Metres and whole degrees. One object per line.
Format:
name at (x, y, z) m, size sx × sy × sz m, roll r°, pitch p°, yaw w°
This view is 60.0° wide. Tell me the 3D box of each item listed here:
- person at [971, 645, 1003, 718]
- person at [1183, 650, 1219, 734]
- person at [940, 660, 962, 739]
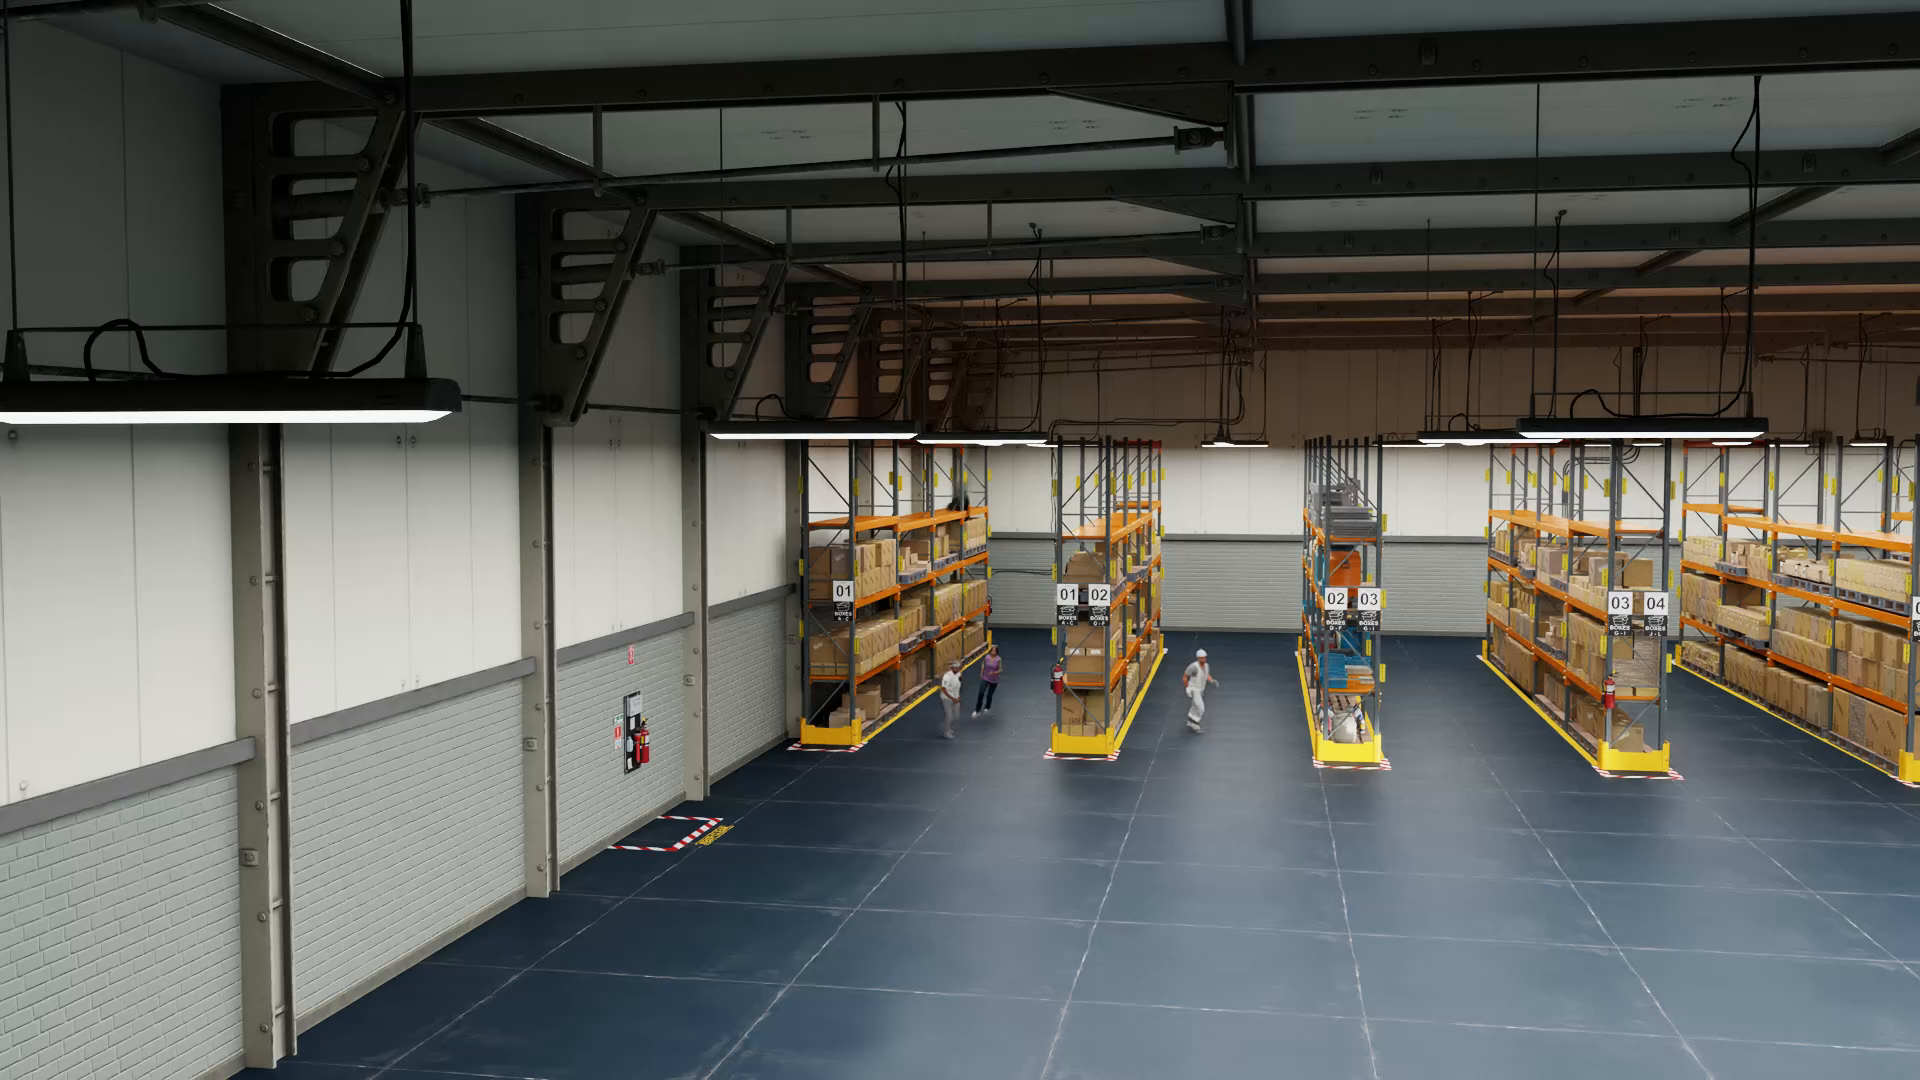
person at (0.608, 3.008, 35.495) m, size 0.663 × 1.557 × 0.741 m, roll 1°, pitch 3°, yaw 12°
person at (4.847, 3.062, 33.701) m, size 0.817 × 1.724 × 0.678 m, roll 3°, pitch 4°, yaw 41°
person at (-0.219, 3.153, 32.982) m, size 0.546 × 1.610 × 0.721 m, roll -3°, pitch 4°, yaw -42°
